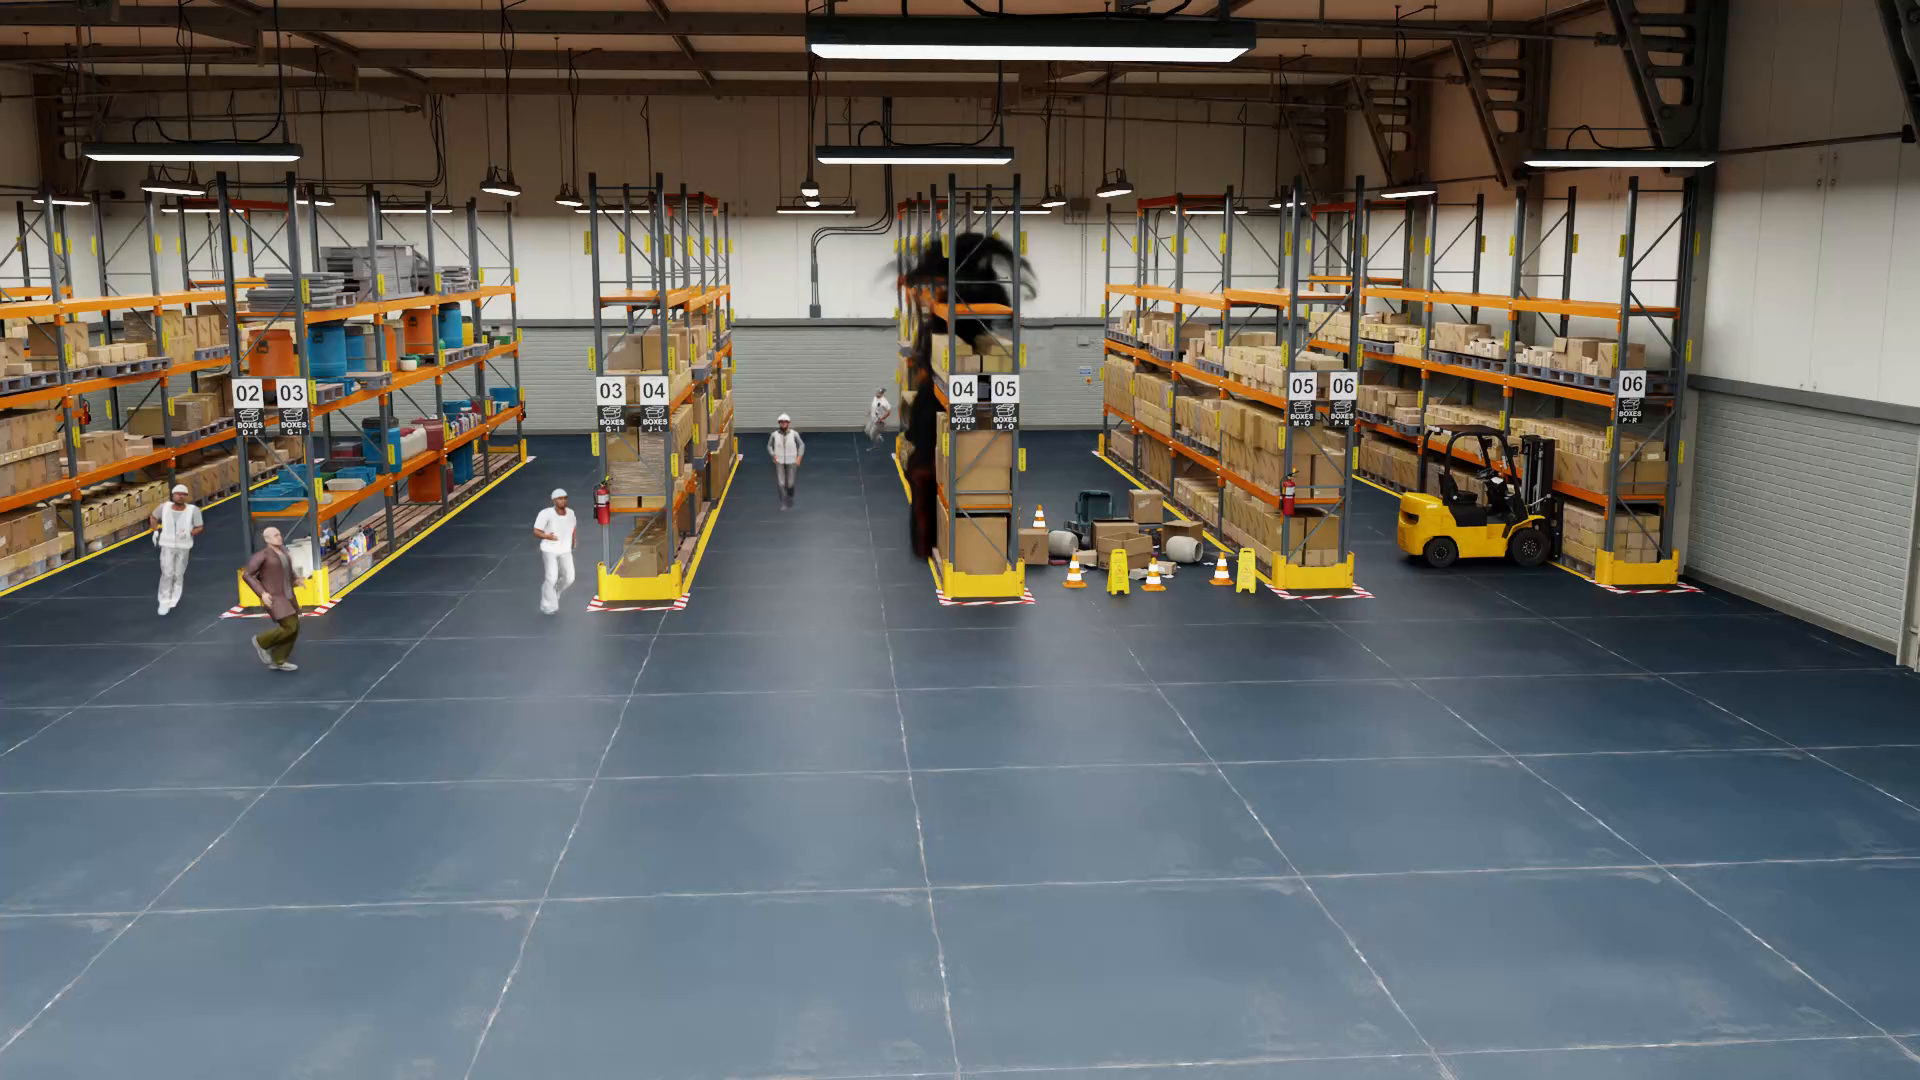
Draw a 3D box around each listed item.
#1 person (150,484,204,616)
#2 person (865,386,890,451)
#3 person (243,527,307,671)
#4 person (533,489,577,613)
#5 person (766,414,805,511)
[{"bbox_3d":[-10.818,0.115,23.021,0.673,1.787,0.698,-5,11,-27],"label":"person"},{"bbox_3d":[-2.017,-2.978,40.874,0.543,1.652,0.809,-4,11,-23],"label":"person"},{"bbox_3d":[-8.080,0.705,19.743,0.633,1.733,0.707,2,10,13],"label":"person"},{"bbox_3d":[-5.488,0.152,22.863,0.709,1.717,0.605,-8,13,-38],"label":"person"},{"bbox_3d":[-3.149,-1.407,30.035,0.691,1.742,0.544,-1,10,-6],"label":"person"}]
